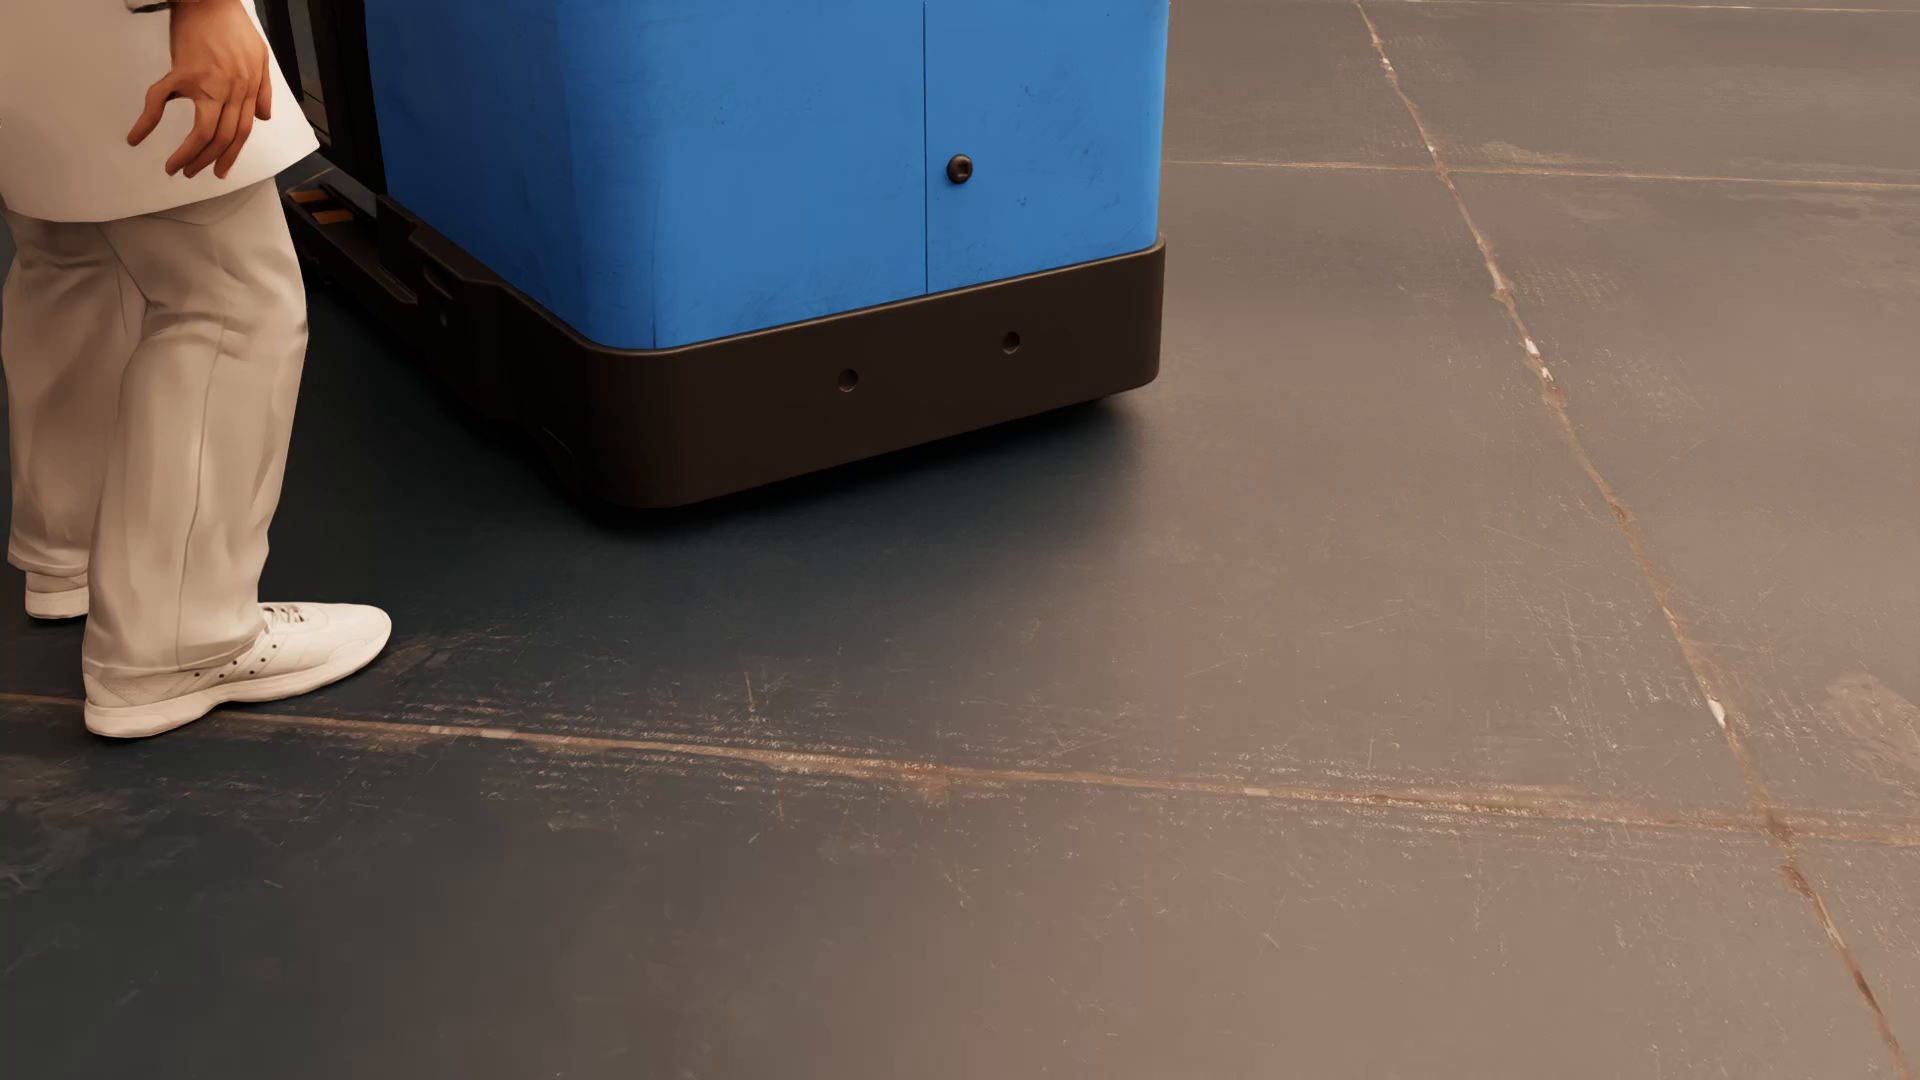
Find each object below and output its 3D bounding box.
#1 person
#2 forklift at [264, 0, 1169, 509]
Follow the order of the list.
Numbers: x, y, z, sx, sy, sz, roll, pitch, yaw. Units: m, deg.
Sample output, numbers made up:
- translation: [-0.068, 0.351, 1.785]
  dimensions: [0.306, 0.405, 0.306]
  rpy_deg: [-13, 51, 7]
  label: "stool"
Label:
- translation: [-0.974, -0.641, 1.826]
  dimensions: [0.823, 1.752, 0.453]
  rpy_deg: [19, 32, 34]
  label: "person"
- translation: [-0.886, -1.966, 3.157]
  dimensions: [1.130, 2.935, 3.031]
  rpy_deg: [-17, 31, -30]
  label: "forklift"
